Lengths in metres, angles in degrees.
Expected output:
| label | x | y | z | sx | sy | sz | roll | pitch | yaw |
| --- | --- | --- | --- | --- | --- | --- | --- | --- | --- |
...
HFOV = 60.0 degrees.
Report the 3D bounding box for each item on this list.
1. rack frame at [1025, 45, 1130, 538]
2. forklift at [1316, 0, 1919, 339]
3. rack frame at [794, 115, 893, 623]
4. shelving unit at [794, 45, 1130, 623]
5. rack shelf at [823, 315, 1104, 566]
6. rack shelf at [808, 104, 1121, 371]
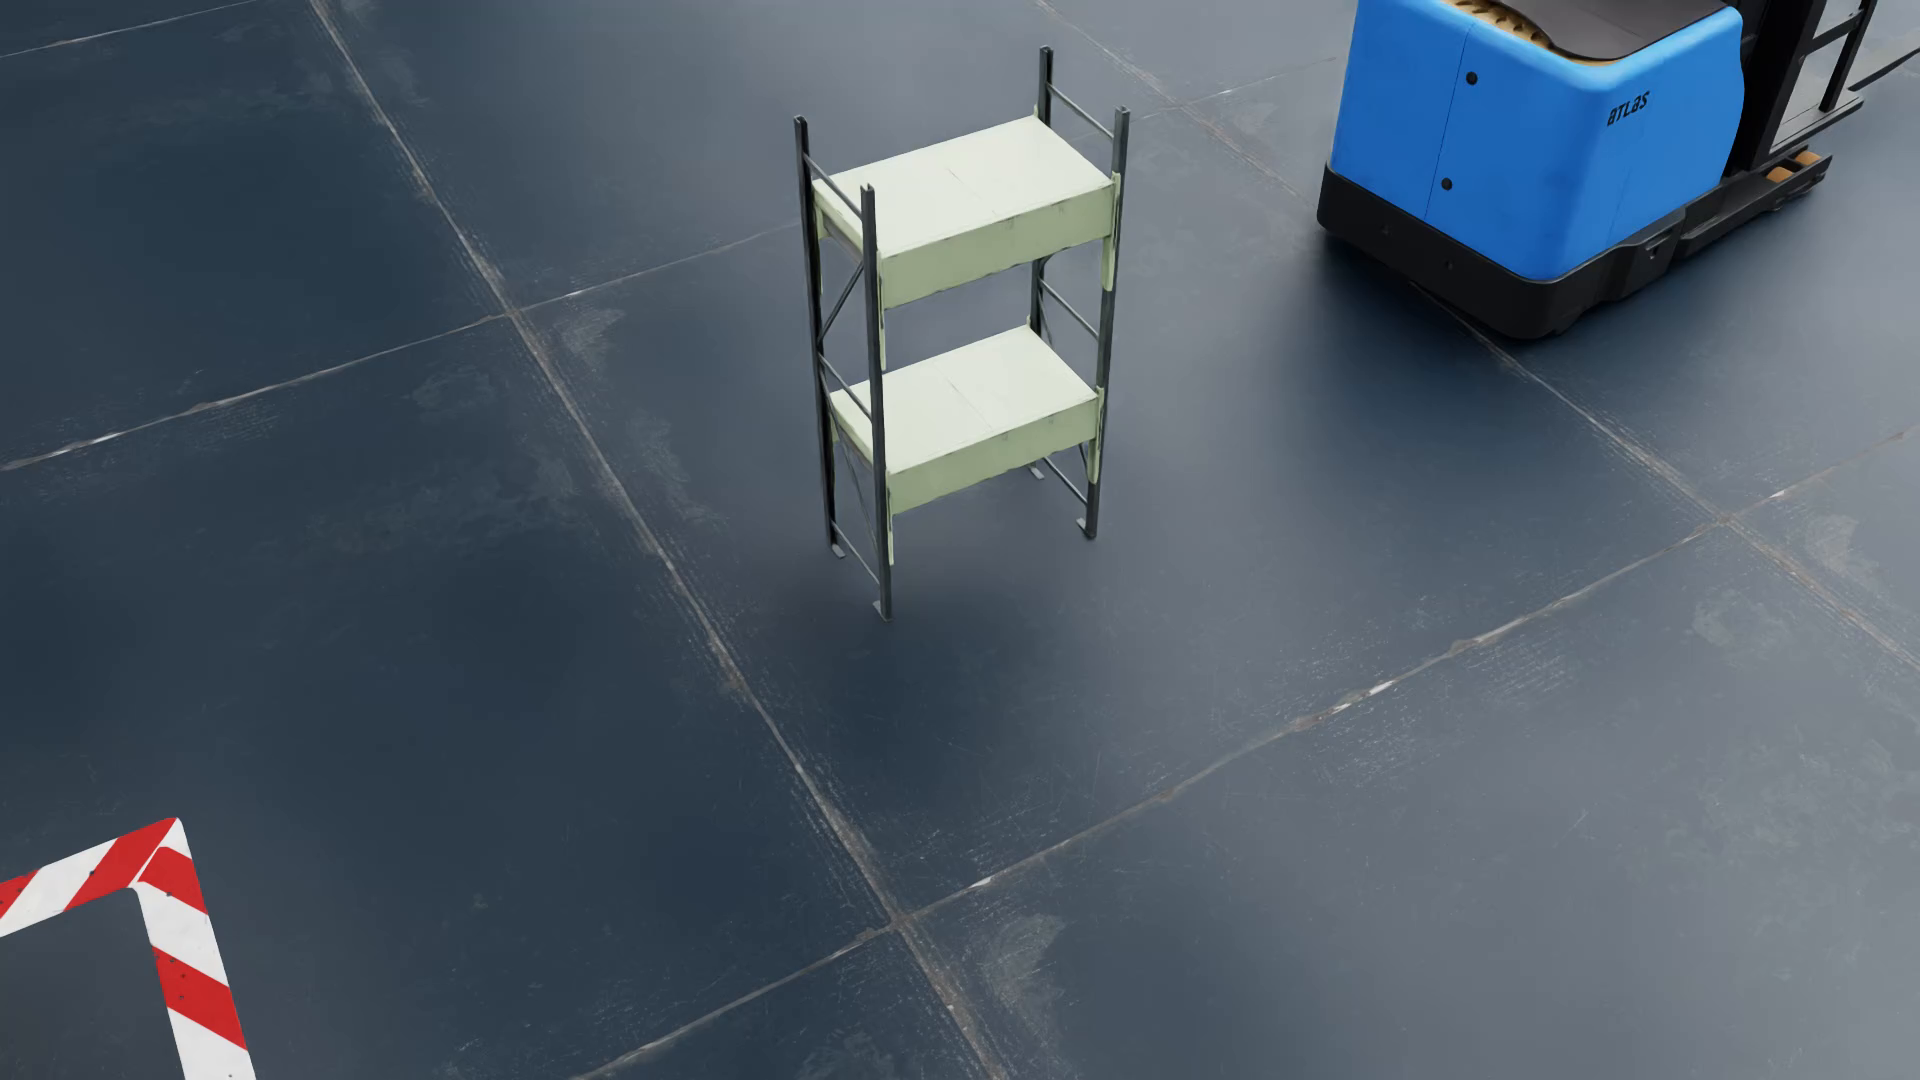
| label | x | y | z | sx | sy | sz | roll | pitch | yaw |
| --- | --- | --- | --- | --- | --- | --- | --- | --- | --- |
| rack frame | 0.323 | -0.668 | 4.861 | 0.023 | 1.500 | 0.400 | -22 | 48 | -21 |
| forklift | 2.848 | -2.620 | 5.845 | 3.031 | 2.935 | 1.130 | -29 | 51 | -26 |
| rack frame | -0.312 | -0.414 | 4.599 | 0.023 | 1.500 | 0.400 | -22 | 48 | -21 |
| shelving unit | 0.006 | -0.541 | 4.730 | 0.755 | 1.500 | 0.431 | -22 | 48 | -21 |
| rack shelf | 0.006 | -0.307 | 4.957 | 0.720 | 0.370 | 0.431 | -22 | 48 | -21 |
| rack shelf | 0.006 | -0.821 | 4.458 | 0.720 | 0.370 | 0.431 | -22 | 48 | -21 |
